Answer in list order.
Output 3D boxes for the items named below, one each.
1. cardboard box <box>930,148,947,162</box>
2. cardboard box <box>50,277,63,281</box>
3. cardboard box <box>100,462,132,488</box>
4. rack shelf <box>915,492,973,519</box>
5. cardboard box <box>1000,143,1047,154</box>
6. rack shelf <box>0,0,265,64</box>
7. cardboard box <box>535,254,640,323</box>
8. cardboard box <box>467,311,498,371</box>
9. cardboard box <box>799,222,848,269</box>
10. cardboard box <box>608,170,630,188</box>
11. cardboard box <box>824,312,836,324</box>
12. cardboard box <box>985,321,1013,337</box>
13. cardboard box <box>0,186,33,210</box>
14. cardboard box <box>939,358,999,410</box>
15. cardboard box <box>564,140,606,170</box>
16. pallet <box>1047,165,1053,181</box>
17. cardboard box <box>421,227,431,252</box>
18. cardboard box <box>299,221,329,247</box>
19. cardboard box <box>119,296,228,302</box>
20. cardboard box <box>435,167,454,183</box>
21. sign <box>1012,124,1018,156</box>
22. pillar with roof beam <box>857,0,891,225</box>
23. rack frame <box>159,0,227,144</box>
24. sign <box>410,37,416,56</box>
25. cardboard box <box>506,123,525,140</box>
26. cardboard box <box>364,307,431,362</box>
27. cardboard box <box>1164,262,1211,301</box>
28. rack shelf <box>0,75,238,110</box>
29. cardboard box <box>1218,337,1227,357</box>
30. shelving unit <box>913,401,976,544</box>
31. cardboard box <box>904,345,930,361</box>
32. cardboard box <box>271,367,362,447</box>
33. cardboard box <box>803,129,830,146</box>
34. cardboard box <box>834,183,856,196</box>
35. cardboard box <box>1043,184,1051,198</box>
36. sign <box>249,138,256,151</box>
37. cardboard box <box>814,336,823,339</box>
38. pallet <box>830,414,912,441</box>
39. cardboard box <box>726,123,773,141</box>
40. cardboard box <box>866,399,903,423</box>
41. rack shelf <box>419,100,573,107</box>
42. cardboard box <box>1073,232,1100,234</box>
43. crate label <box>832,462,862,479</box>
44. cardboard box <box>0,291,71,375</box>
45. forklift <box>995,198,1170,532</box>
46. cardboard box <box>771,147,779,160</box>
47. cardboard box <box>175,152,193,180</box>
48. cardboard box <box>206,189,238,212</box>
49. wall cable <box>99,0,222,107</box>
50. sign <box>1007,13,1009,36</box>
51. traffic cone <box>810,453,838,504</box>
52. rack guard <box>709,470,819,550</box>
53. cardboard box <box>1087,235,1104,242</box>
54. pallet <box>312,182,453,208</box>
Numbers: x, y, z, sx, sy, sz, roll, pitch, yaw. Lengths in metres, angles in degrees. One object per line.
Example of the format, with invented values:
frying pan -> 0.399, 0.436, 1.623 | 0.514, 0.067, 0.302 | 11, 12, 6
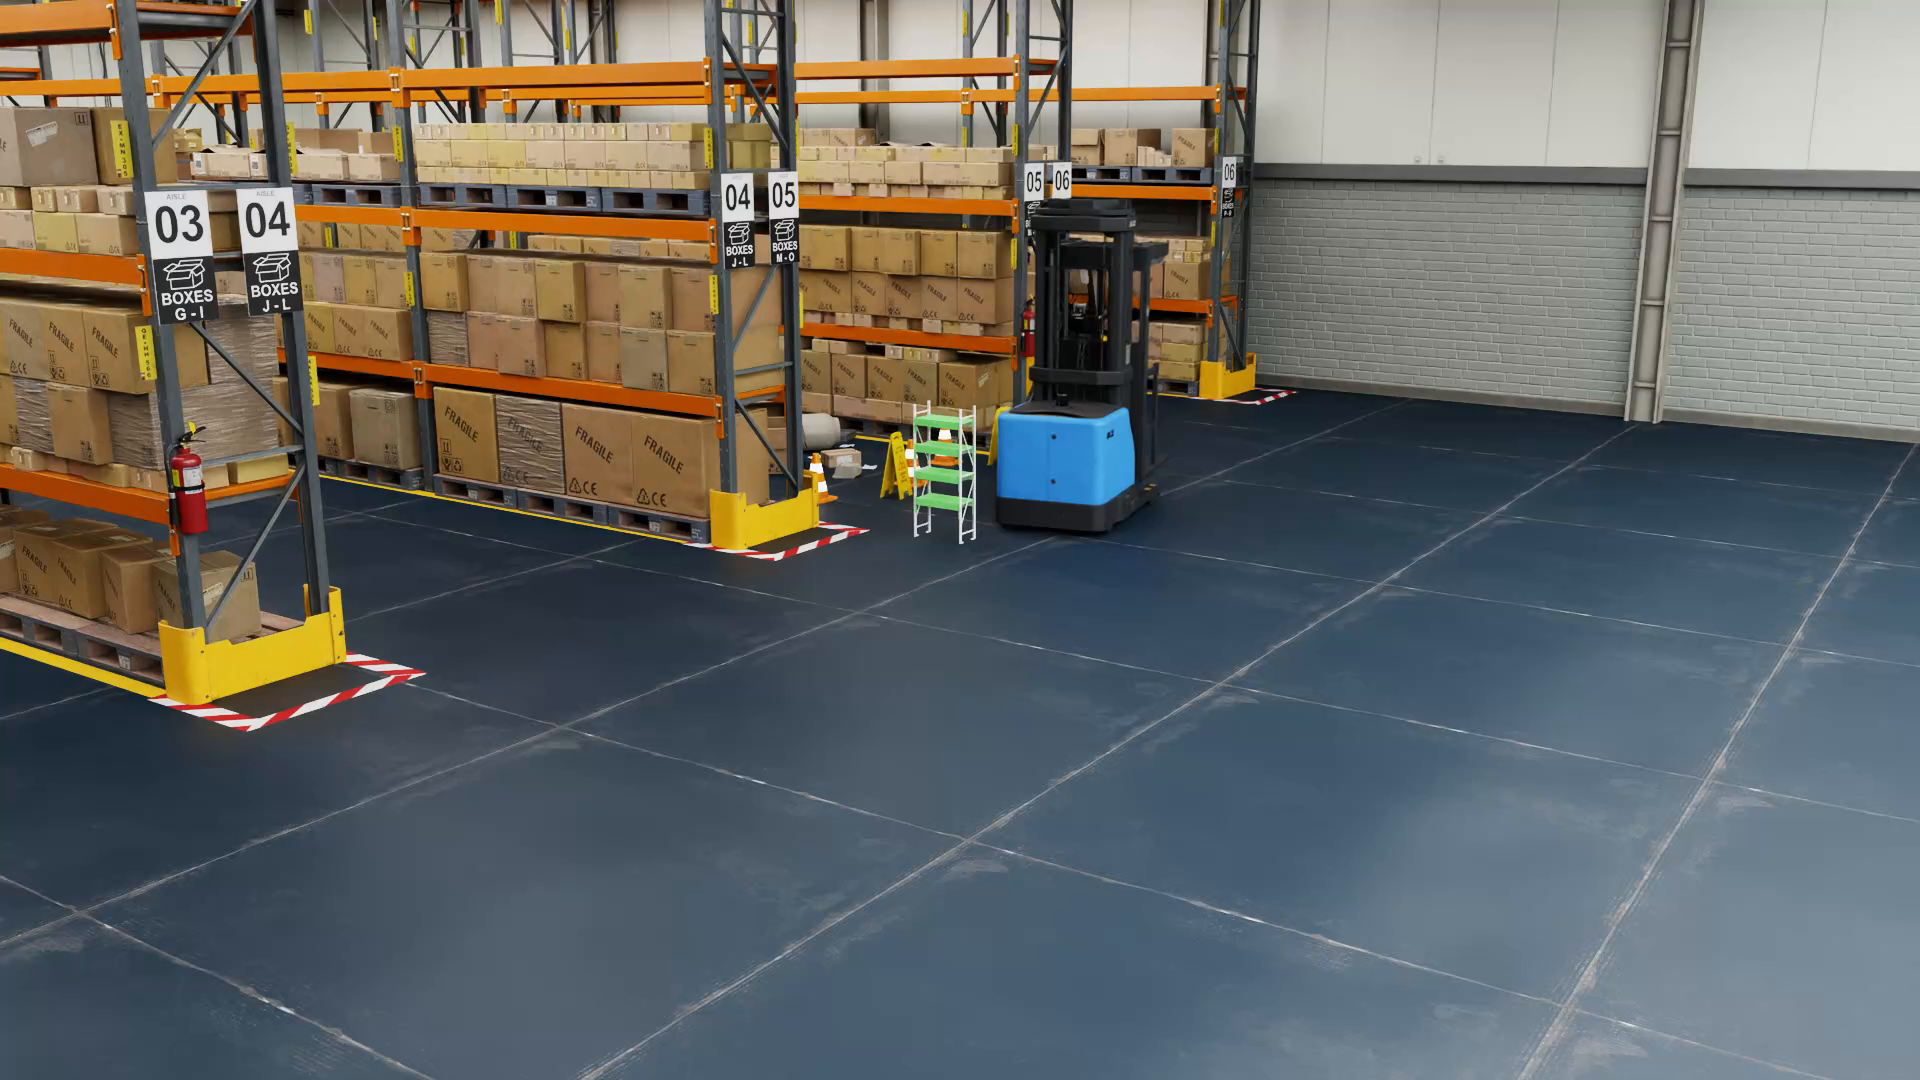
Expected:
cardboard box -> -0.126, -4.328, 18.686 | 0.250, 0.149, 0.380 | 9, 17, 33
cardboard box -> -10.577, -3.165, 19.778 | 0.250, 0.149, 0.380 | 10, 17, 35
cardboard box -> -5.410, -0.460, 10.960 | 0.250, 0.149, 0.380 | 9, 17, 33
rack shelf -> -0.137, -0.310, 14.842 | 0.480, 0.148, 0.258 | 9, 17, 33
cardboard box -> 0.918, -5.535, 23.802 | 0.500, 0.311, 0.500 | 10, 17, 34
rack shelf -> -6.275, -3.357, 11.161 | 4.000, 0.370, 1.077 | 9, 17, 33
cardboard box -> -3.459, -2.360, 15.555 | 0.500, 0.550, 0.875 | 9, 17, 33
cardboard box -> -4.301, -1.996, 16.331 | 0.550, 0.550, 0.875 | 9, 17, 33
cardboard box -> -1.748, -3.543, 19.986 | 0.500, 0.500, 0.700 | 9, 17, 33
cardboard box -> -2.860, -3.169, 14.580 | 0.250, 0.149, 0.380 | 9, 17, 33
cardboard box -> -1.421, -2.689, 19.966 | 0.250, 0.149, 0.380 | 9, 17, 33
cardboard box -> 0.486, -2.389, 18.754 | 0.250, 0.149, 0.380 | 10, 17, 35
cardboard box -> -6.095, -2.255, 10.931 | 0.250, 0.149, 0.380 | 8, 16, 30
cardboard box -> 0.105, -1.792, 19.108 | 0.500, 0.500, 0.500 | 9, 17, 33
cardboard box -> -3.156, -3.428, 14.796 | 0.500, 0.250, 0.500 | 9, 17, 32
pallet -> 1.086, -5.334, 24.070 | 1.213, 0.211, 1.003 | 9, 17, 33
cardboard box -> -7.552, -4.332, 23.791 | 0.500, 0.500, 0.500 | 9, 16, 32
cardboard box -> -9.588, -4.655, 25.096 | 0.500, 0.500, 0.500 | 9, 17, 32
cardboard box -> -5.331, -1.402, 11.338 | 0.500, 0.500, 0.500 | 9, 17, 33
cardboard box -> -4.754, -3.475, 15.817 | 0.250, 0.149, 0.380 | 9, 17, 33
sign -> 0.589, -4.281, 17.791 | 0.005, 0.325, 0.100 | 9, 17, 33
pillar with roof beam -> -3.773, -6.625, 22.859 | 0.400, 9.000, 9.100 | 9, 17, 33
rack frame -> -12.361, -7.561, 26.641 | 0.127, 3.000, 1.000 | 9, 17, 33
sign -> -9.897, -8.935, 30.082 | 0.005, 0.325, 0.100 | 9, 17, 33
cardboard box -> -3.913, -3.726, 15.171 | 0.250, 0.149, 0.380 | 9, 17, 33
cardboard box -> -5.665, -2.105, 16.874 | 0.500, 0.500, 0.500 | 9, 17, 32
cardboard box -> 3.128, -3.556, 22.737 | 0.500, 0.500, 0.500 | 9, 16, 32
rack shelf -> -10.061, -5.213, 19.483 | 4.000, 0.370, 1.077 | 9, 17, 33
cardboard box -> 3.408, -2.710, 23.336 | 0.500, 0.250, 0.500 | 10, 17, 34
shelving unit -> -0.137, -0.605, 14.769 | 0.503, 1.200, 0.258 | 9, 17, 33
cardboard box -> -0.444, -2.177, 19.313 | 0.250, 0.149, 0.380 | 10, 17, 34
cardboard box -> -7.219, -1.471, 18.333 | 0.750, 0.750, 1.050 | 9, 17, 34
cardboard box -> -2.016, -6.130, 25.811 | 0.500, 0.500, 0.700 | 9, 16, 32
cardboard box -> -1.261, -4.093, 19.395 | 0.250, 0.149, 0.380 | 9, 16, 32
cardboard box -> 0.821, -3.947, 18.805 | 0.250, 0.149, 0.380 | 9, 17, 33
sign -> -8.085, -4.431, 18.997 | 0.005, 0.325, 0.100 | 9, 17, 33
cardboard box -> -1.899, -3.445, 26.566 | 0.625, 0.625, 0.875 | 10, 17, 35
pallet -> -0.810, -1.440, 20.200 | 1.213, 0.211, 1.003 | 9, 17, 33
cardboard box -> -1.863, -3.585, 14.601 | 0.250, 0.149, 0.380 | 9, 17, 33
cardboard box -> -0.768, -1.567, 19.761 | 0.500, 0.250, 0.500 | 8, 16, 31
rack shelf -> -7.934, -7.932, 29.644 | 4.000, 0.370, 1.077 | 9, 17, 33
cardboard box -> 1.842, -4.377, 24.086 | 0.250, 0.149, 0.380 | 9, 16, 32
crate label -> -1.186, -0.740, 17.529 | 0.298, 0.136, 0.250 | 1, 14, 4
cardboard box -> -6.452, -1.432, 11.459 | 0.500, 0.500, 0.500 | 9, 17, 33
forklift -> 1.340, -1.802, 16.002 | 1.130, 2.935, 3.031 | 5, 15, 21
cardboard box -> -2.092, -4.625, 19.884 | 0.250, 0.149, 0.380 | 10, 17, 34
cardboard box -> -9.017, -4.106, 18.718 | 0.500, 0.500, 0.500 | 9, 17, 33
cardboard box -> -4.715, -2.187, 10.657 | 0.250, 0.149, 0.380 | 9, 17, 32
wall cable -> -15.230, -8.986, 32.319 | 0.133, 3.039, 2.988 | 9, 17, 33
sign -> 0.694, -7.580, 24.443 | 0.005, 0.325, 0.100 | 9, 17, 33
traffic cone -> -1.412, -0.626, 16.388 | 0.334, 0.463, 0.336 | 9, 17, 33
rack guard -> -1.743, -0.286, 14.939 | 0.348, 0.500, 1.175 | 9, 17, 33
cardboard box -> 1.992, -4.212, 23.419 | 0.250, 0.149, 0.380 | 9, 17, 34
pallet -> -5.871, -3.516, 16.939 | 1.217, 0.209, 0.805 | 8, 16, 31
